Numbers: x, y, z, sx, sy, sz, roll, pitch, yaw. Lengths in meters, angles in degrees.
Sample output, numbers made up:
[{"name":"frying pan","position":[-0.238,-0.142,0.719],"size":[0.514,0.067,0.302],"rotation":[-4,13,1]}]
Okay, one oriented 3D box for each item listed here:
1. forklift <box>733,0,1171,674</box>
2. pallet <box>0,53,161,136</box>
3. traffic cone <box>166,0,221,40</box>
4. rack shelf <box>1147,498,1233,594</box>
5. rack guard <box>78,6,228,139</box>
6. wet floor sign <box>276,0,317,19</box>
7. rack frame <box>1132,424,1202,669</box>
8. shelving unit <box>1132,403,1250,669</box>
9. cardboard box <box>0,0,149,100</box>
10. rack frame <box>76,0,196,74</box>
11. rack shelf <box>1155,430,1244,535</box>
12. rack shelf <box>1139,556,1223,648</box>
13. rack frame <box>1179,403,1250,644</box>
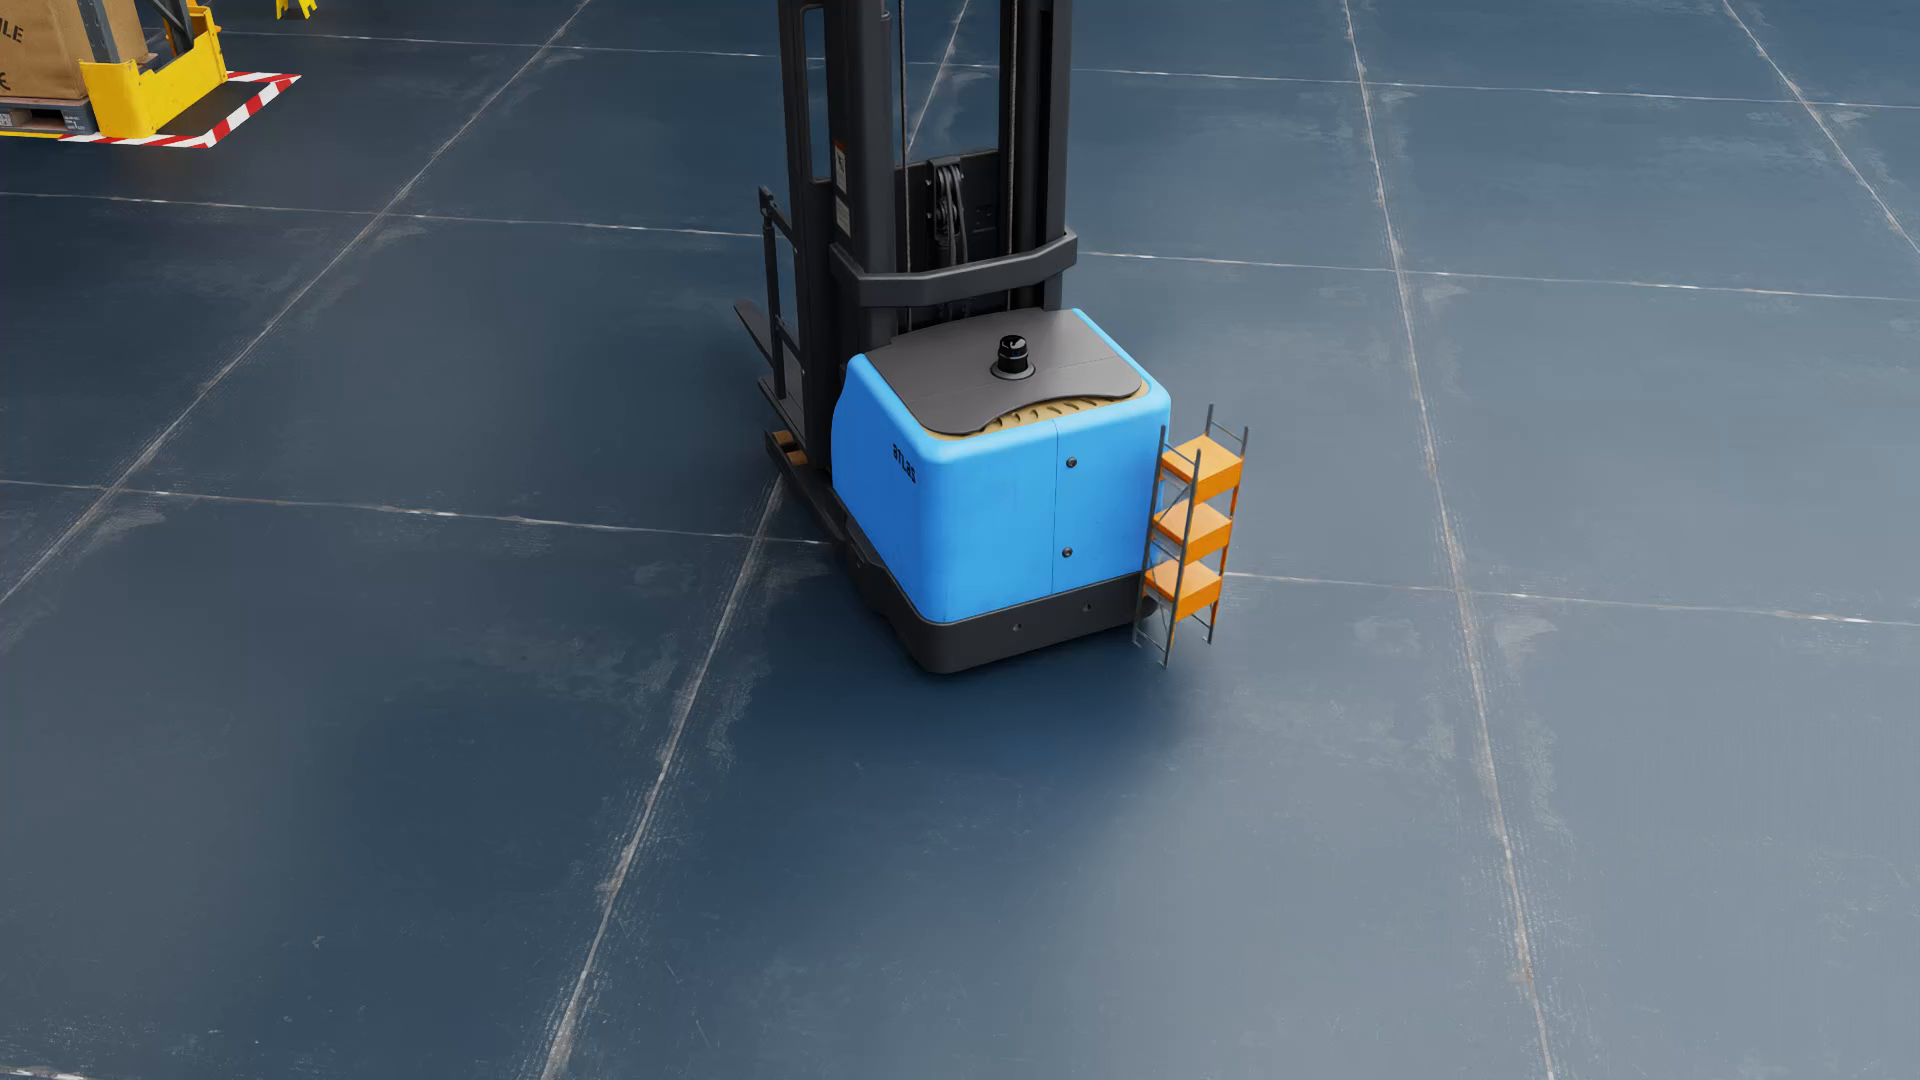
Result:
[{"name":"forklift","position":[-0.253,-1.526,6.865],"size":[1.130,2.935,3.031],"rotation":[-14,38,-19]},{"name":"pallet","position":[-6.279,-3.087,11.394],"size":[1.213,0.211,1.003],"rotation":[4,36,6]},{"name":"traffic cone","position":[-5.822,-4.033,12.503],"size":[0.334,0.463,0.336],"rotation":[4,36,6]},{"name":"rack shelf","position":[0.867,0.008,6.342],"size":[0.240,0.259,0.215],"rotation":[-25,46,-30]},{"name":"rack guard","position":[-5.452,-3.189,11.288],"size":[0.348,0.500,1.175],"rotation":[4,36,6]},{"name":"wet floor sign","position":[-5.195,-4.389,12.844],"size":[0.232,0.644,0.267],"rotation":[-2,36,-2]},{"name":"rack frame","position":[0.772,0.044,6.274],"size":[0.008,1.050,0.200],"rotation":[-25,46,-30]},{"name":"shelving unit","position":[0.868,0.000,6.335],"size":[0.252,1.050,0.215],"rotation":[-25,46,-30]},{"name":"cardboard box","position":[-6.157,-3.527,11.077],"size":[0.875,0.875,0.875],"rotation":[4,36,6]},{"name":"rack frame","position":[-5.476,-4.208,10.564],"size":[0.127,3.000,1.000],"rotation":[4,36,6]},{"name":"rack shelf","position":[0.878,-0.214,6.166],"size":[0.240,0.259,0.215],"rotation":[-25,46,-30]},{"name":"rack shelf","position":[0.857,0.226,6.515],"size":[0.240,0.259,0.215],"rotation":[-25,46,-30]},{"name":"rack frame","position":[0.963,-0.044,6.397],"size":[0.008,1.050,0.200],"rotation":[-25,46,-30]}]
